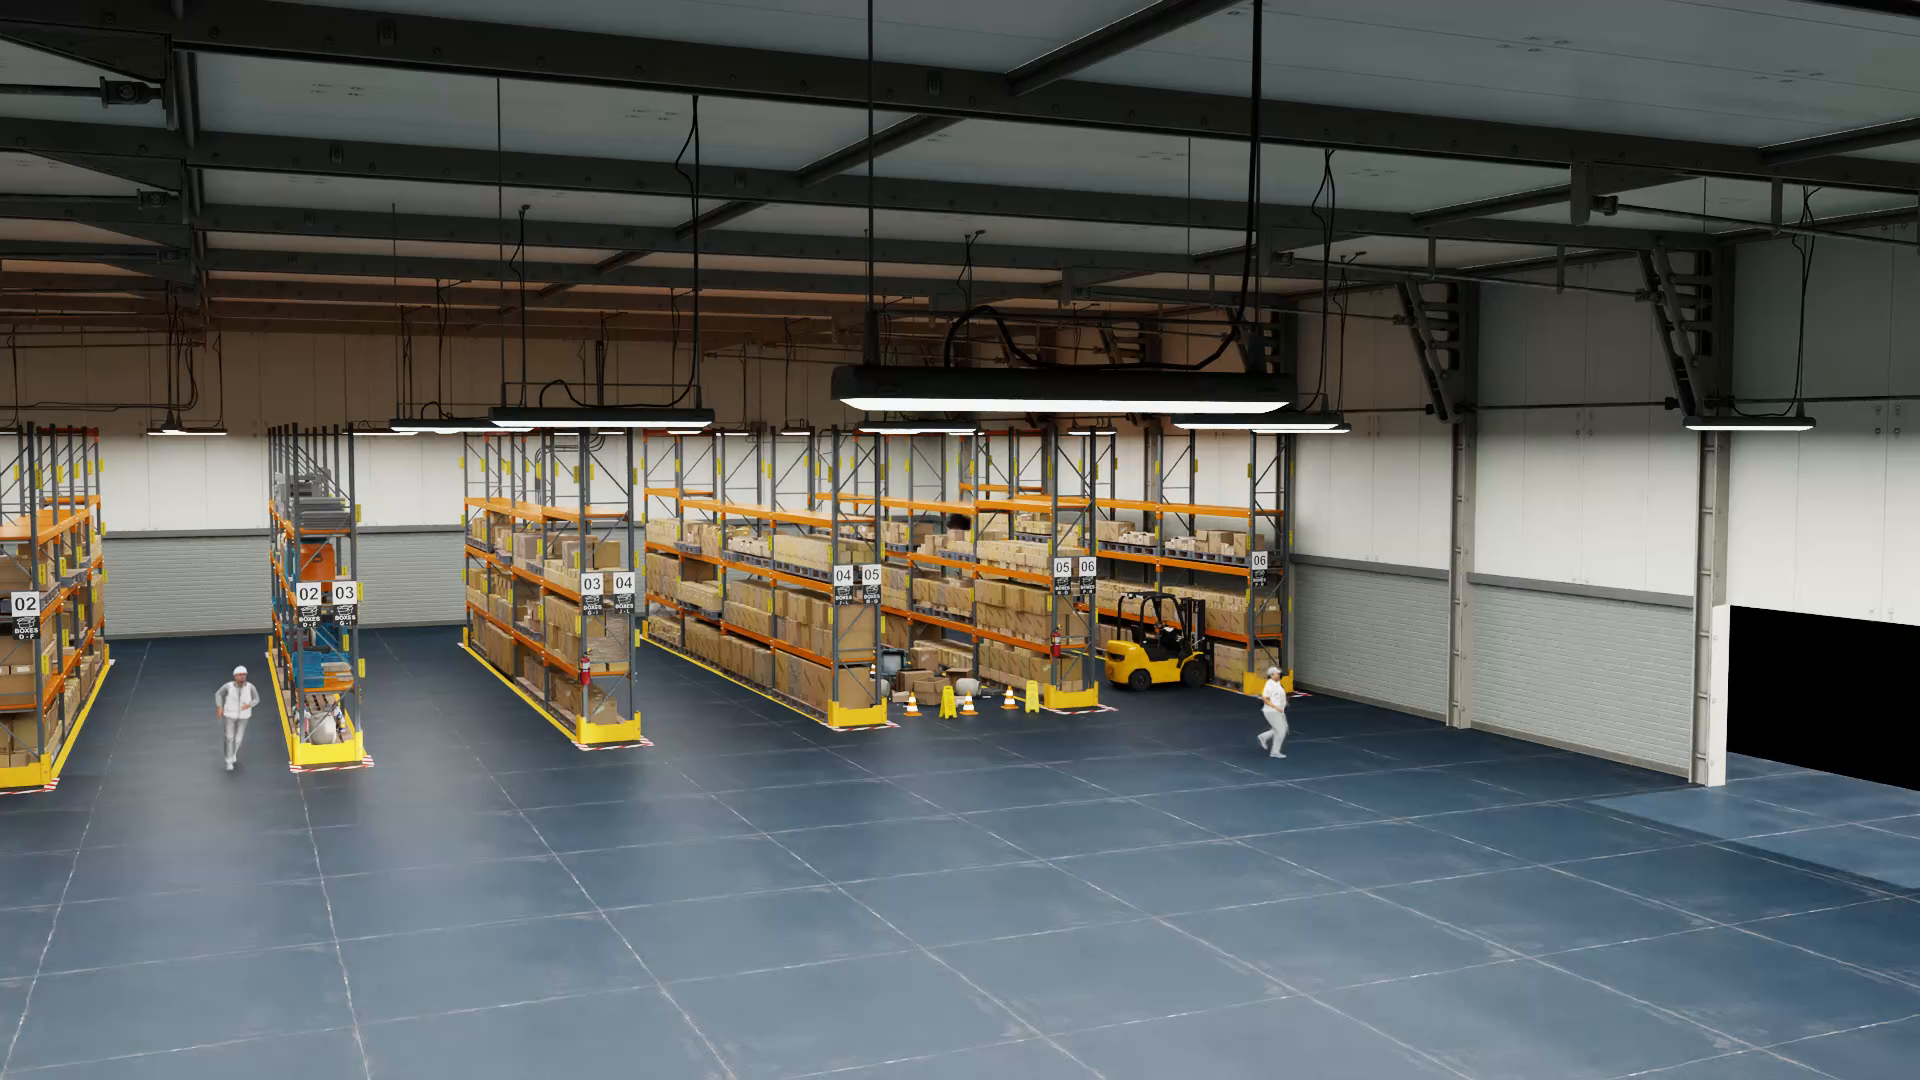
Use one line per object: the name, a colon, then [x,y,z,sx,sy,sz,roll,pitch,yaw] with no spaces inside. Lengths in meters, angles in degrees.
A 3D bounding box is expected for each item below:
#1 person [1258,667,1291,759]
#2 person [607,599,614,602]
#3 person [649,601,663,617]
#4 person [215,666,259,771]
person: [5.613,3.092,29.896,0.565,1.624,0.625,2,4,29]
person: [-9.901,2.071,46.522,0.634,1.633,0.656,0,3,-3]
person: [-8.971,1.866,49.189,0.618,1.758,0.794,0,4,-6]
person: [-12.601,3.109,29.019,0.694,1.837,0.783,-2,4,-32]
